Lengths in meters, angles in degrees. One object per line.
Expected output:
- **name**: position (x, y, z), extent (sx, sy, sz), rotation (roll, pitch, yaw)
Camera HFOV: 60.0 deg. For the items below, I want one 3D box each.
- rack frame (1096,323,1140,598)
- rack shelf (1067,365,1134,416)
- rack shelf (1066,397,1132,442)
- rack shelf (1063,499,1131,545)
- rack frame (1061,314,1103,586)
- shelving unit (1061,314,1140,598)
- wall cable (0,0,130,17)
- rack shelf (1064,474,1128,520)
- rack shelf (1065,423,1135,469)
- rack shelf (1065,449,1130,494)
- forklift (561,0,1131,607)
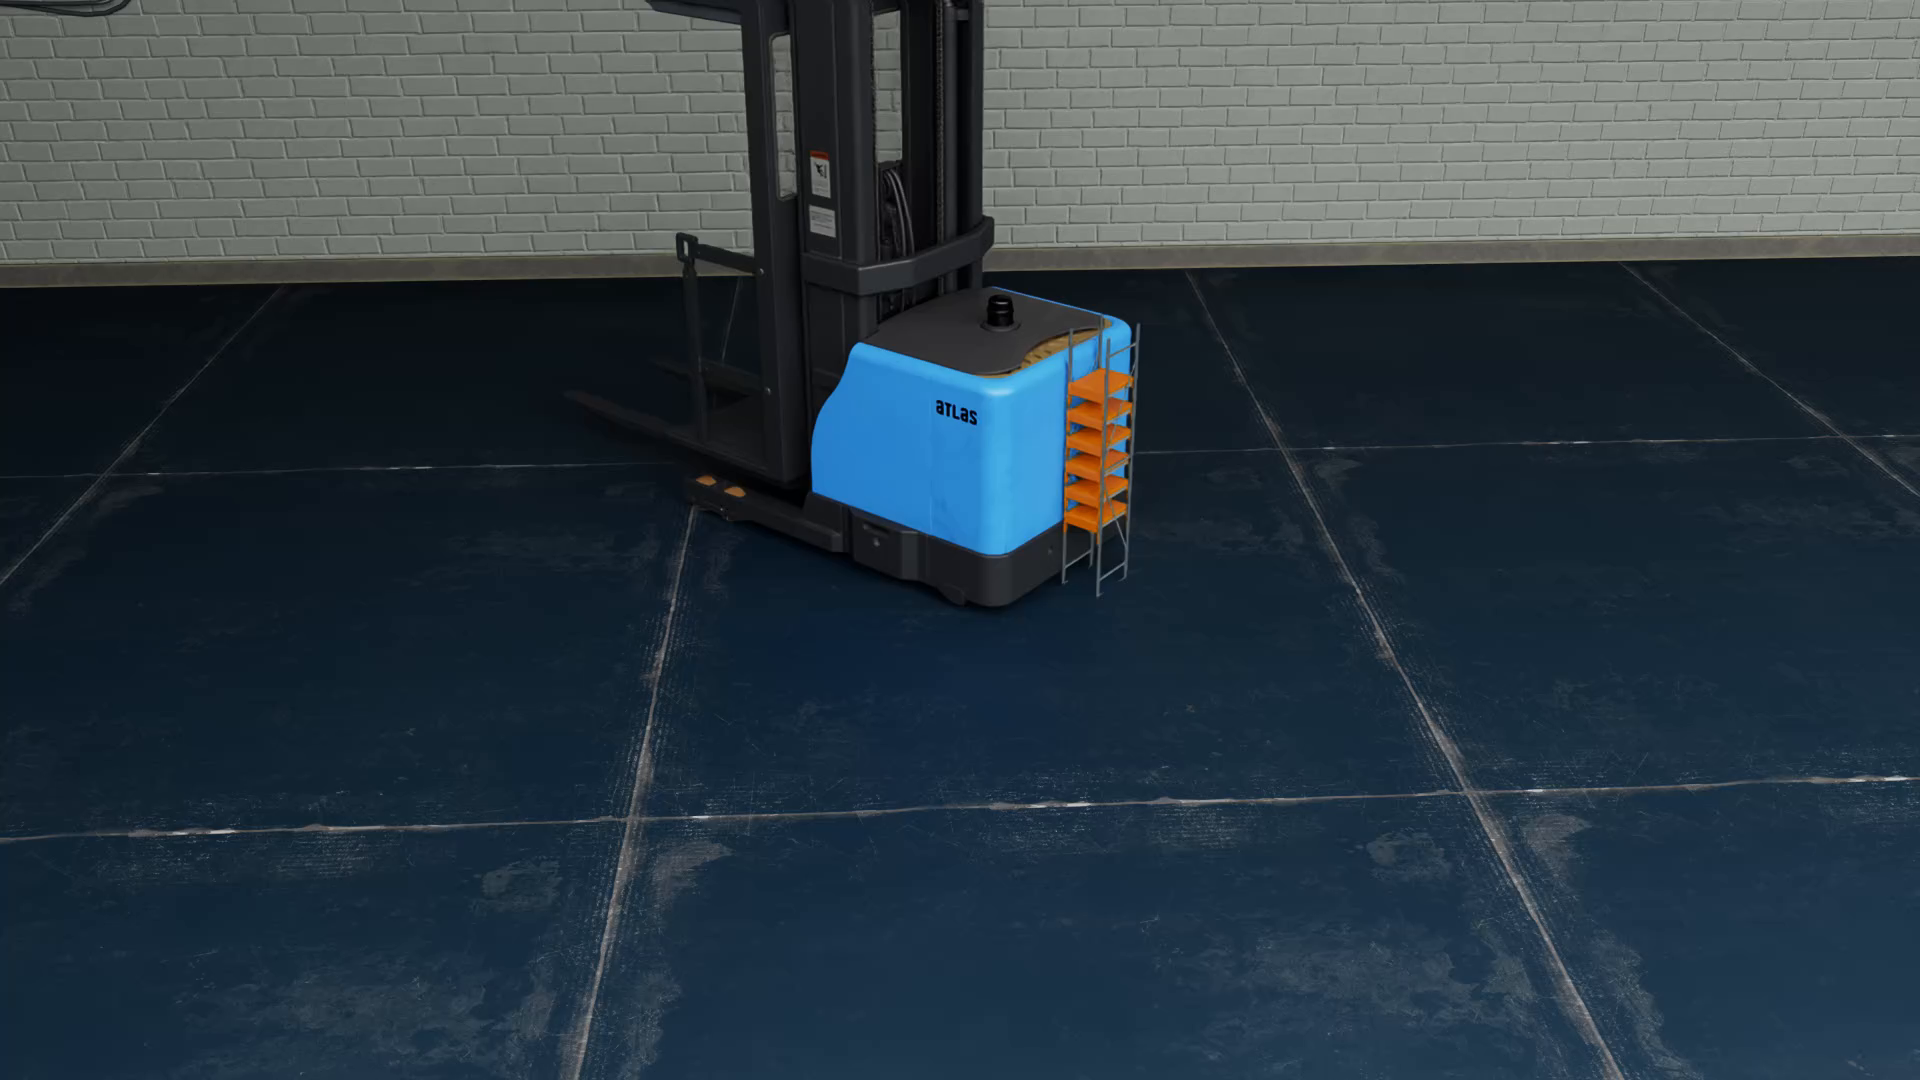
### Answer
- **rack frame**: position (0.669, -0.322, 7.069), extent (0.006, 1.200, 0.240), rotation (20, 34, 33)
- **rack shelf**: position (0.597, -0.628, 6.973), extent (0.180, 0.103, 0.258), rotation (20, 34, 33)
- **rack shelf**: position (0.597, -0.521, 7.029), extent (0.180, 0.103, 0.258), rotation (20, 34, 33)
- **rack shelf**: position (0.597, -0.096, 7.251), extent (0.180, 0.103, 0.258), rotation (20, 34, 33)
- **rack frame**: position (0.525, -0.374, 7.170), extent (0.006, 1.200, 0.240), rotation (20, 34, 33)
- **shelving unit**: position (0.597, -0.348, 7.119), extent (0.189, 1.200, 0.258), rotation (20, 34, 33)
- **wall cable**: position (-6.461, -4.253, 9.532), extent (3.097, 2.526, 0.112), rotation (-1, 28, -3)
- **rack shelf**: position (0.597, -0.202, 7.195), extent (0.180, 0.103, 0.258), rotation (20, 34, 33)
- **rack shelf**: position (0.597, -0.415, 7.084), extent (0.180, 0.103, 0.258), rotation (20, 34, 33)
- **rack shelf**: position (0.597, -0.308, 7.140), extent (0.180, 0.103, 0.258), rotation (20, 34, 33)
- **forklift**: position (-0.704, -1.557, 7.565), extent (3.031, 2.935, 1.130), rotation (20, 34, 33)
